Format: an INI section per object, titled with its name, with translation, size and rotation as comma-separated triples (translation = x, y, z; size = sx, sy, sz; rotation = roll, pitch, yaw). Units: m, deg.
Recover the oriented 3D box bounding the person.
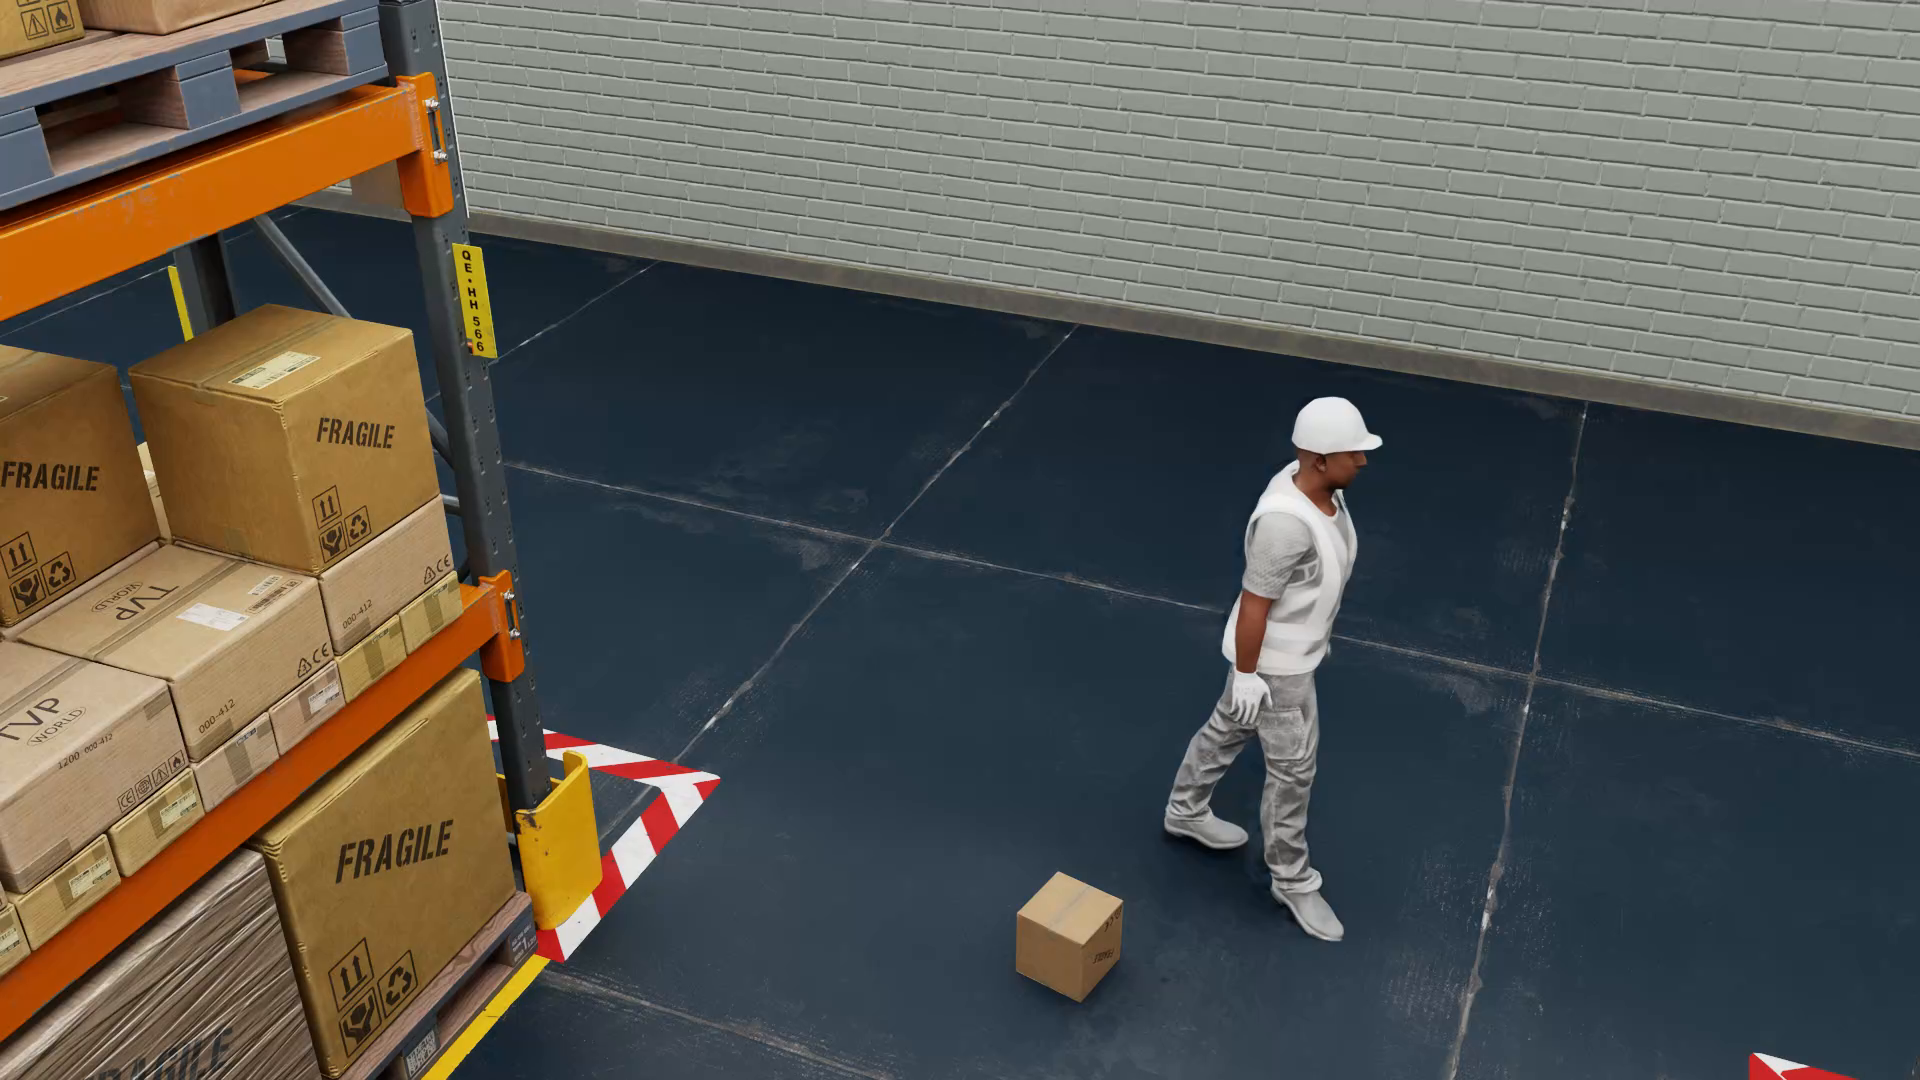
[person]
translation = 1.047, 0.376, 5.449
size = 0.698, 1.807, 0.611
rotation = 10, 31, 17
